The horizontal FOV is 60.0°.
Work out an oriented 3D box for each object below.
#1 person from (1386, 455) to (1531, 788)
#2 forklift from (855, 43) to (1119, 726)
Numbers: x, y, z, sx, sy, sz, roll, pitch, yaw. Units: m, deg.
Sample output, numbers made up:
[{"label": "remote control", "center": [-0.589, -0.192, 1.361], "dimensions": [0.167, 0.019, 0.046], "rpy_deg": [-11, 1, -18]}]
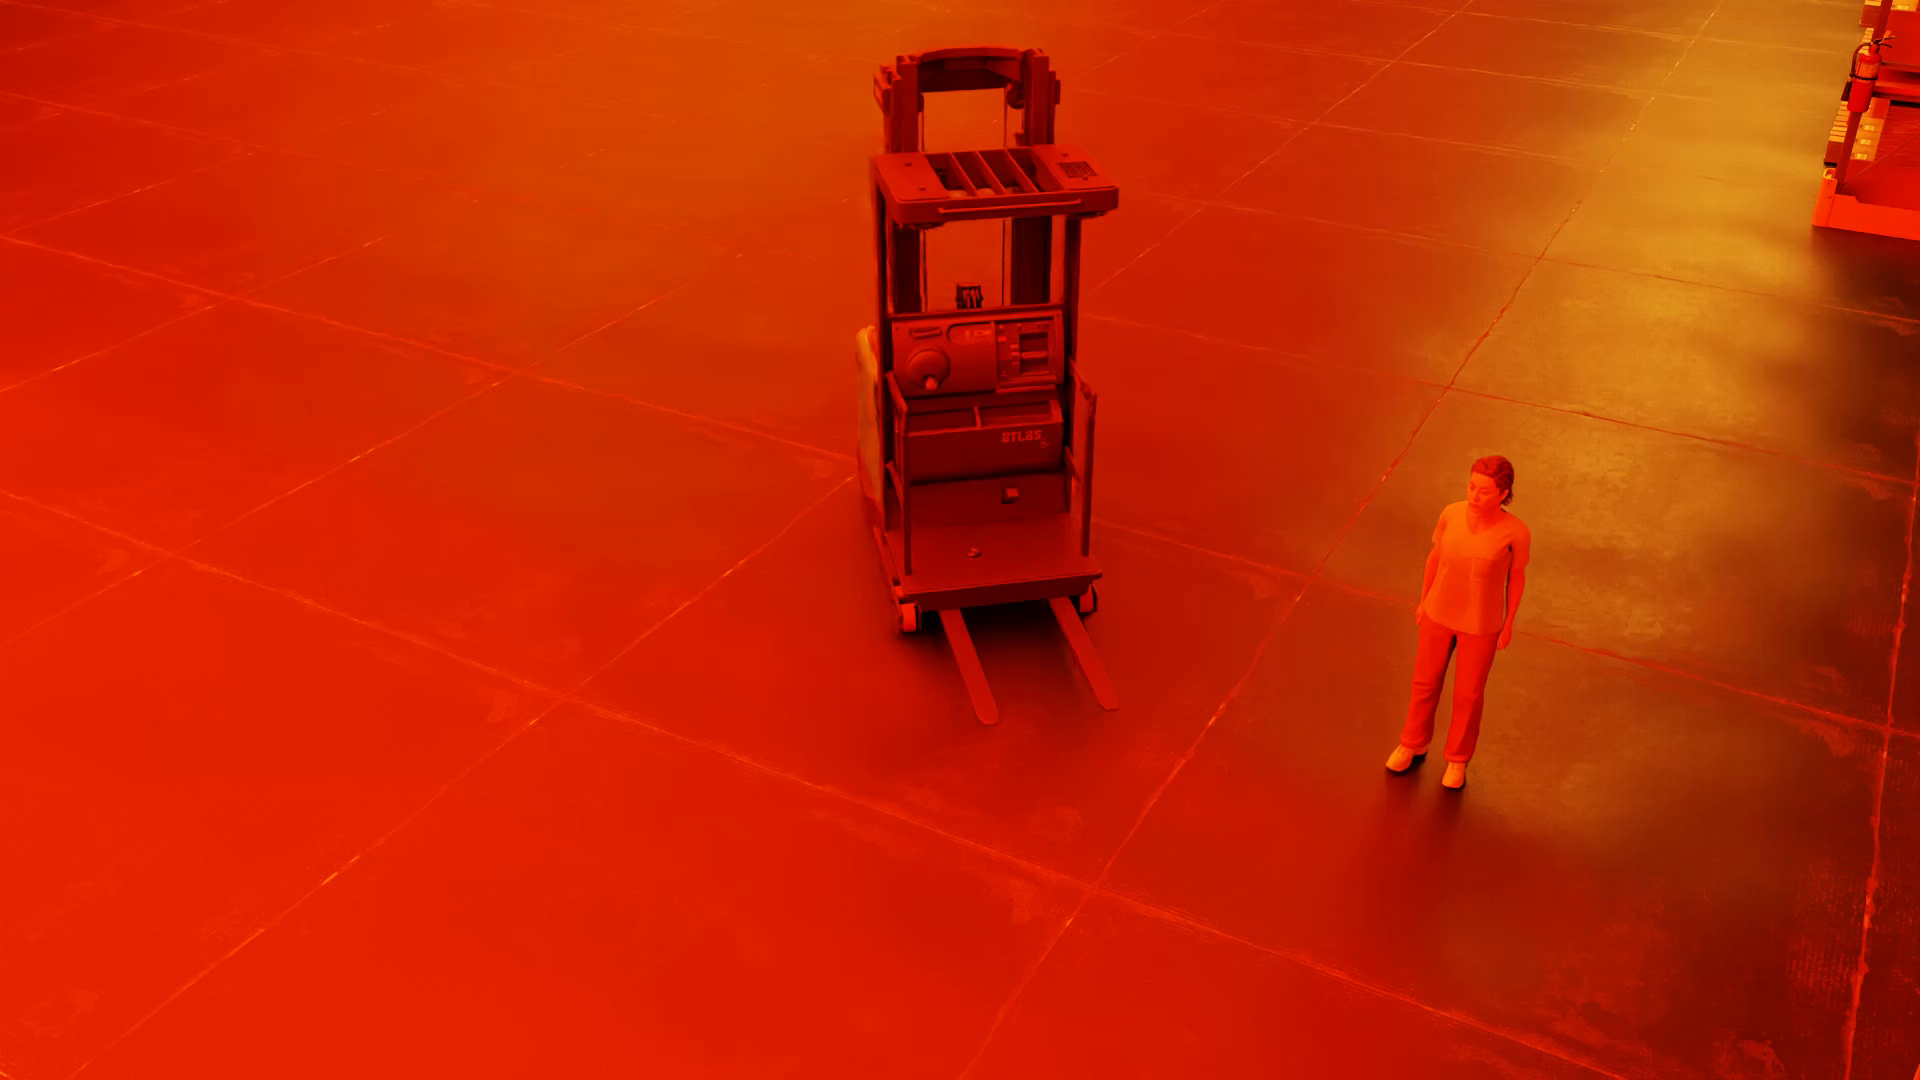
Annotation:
[{"label": "person", "center": [2.320, 0.374, 7.683], "dimensions": [0.453, 1.673, 0.375], "rpy_deg": [18, 35, 29]}, {"label": "forklift", "center": [0.146, -0.960, 8.735], "dimensions": [1.130, 2.935, 3.031], "rpy_deg": [-6, 30, -10]}]
